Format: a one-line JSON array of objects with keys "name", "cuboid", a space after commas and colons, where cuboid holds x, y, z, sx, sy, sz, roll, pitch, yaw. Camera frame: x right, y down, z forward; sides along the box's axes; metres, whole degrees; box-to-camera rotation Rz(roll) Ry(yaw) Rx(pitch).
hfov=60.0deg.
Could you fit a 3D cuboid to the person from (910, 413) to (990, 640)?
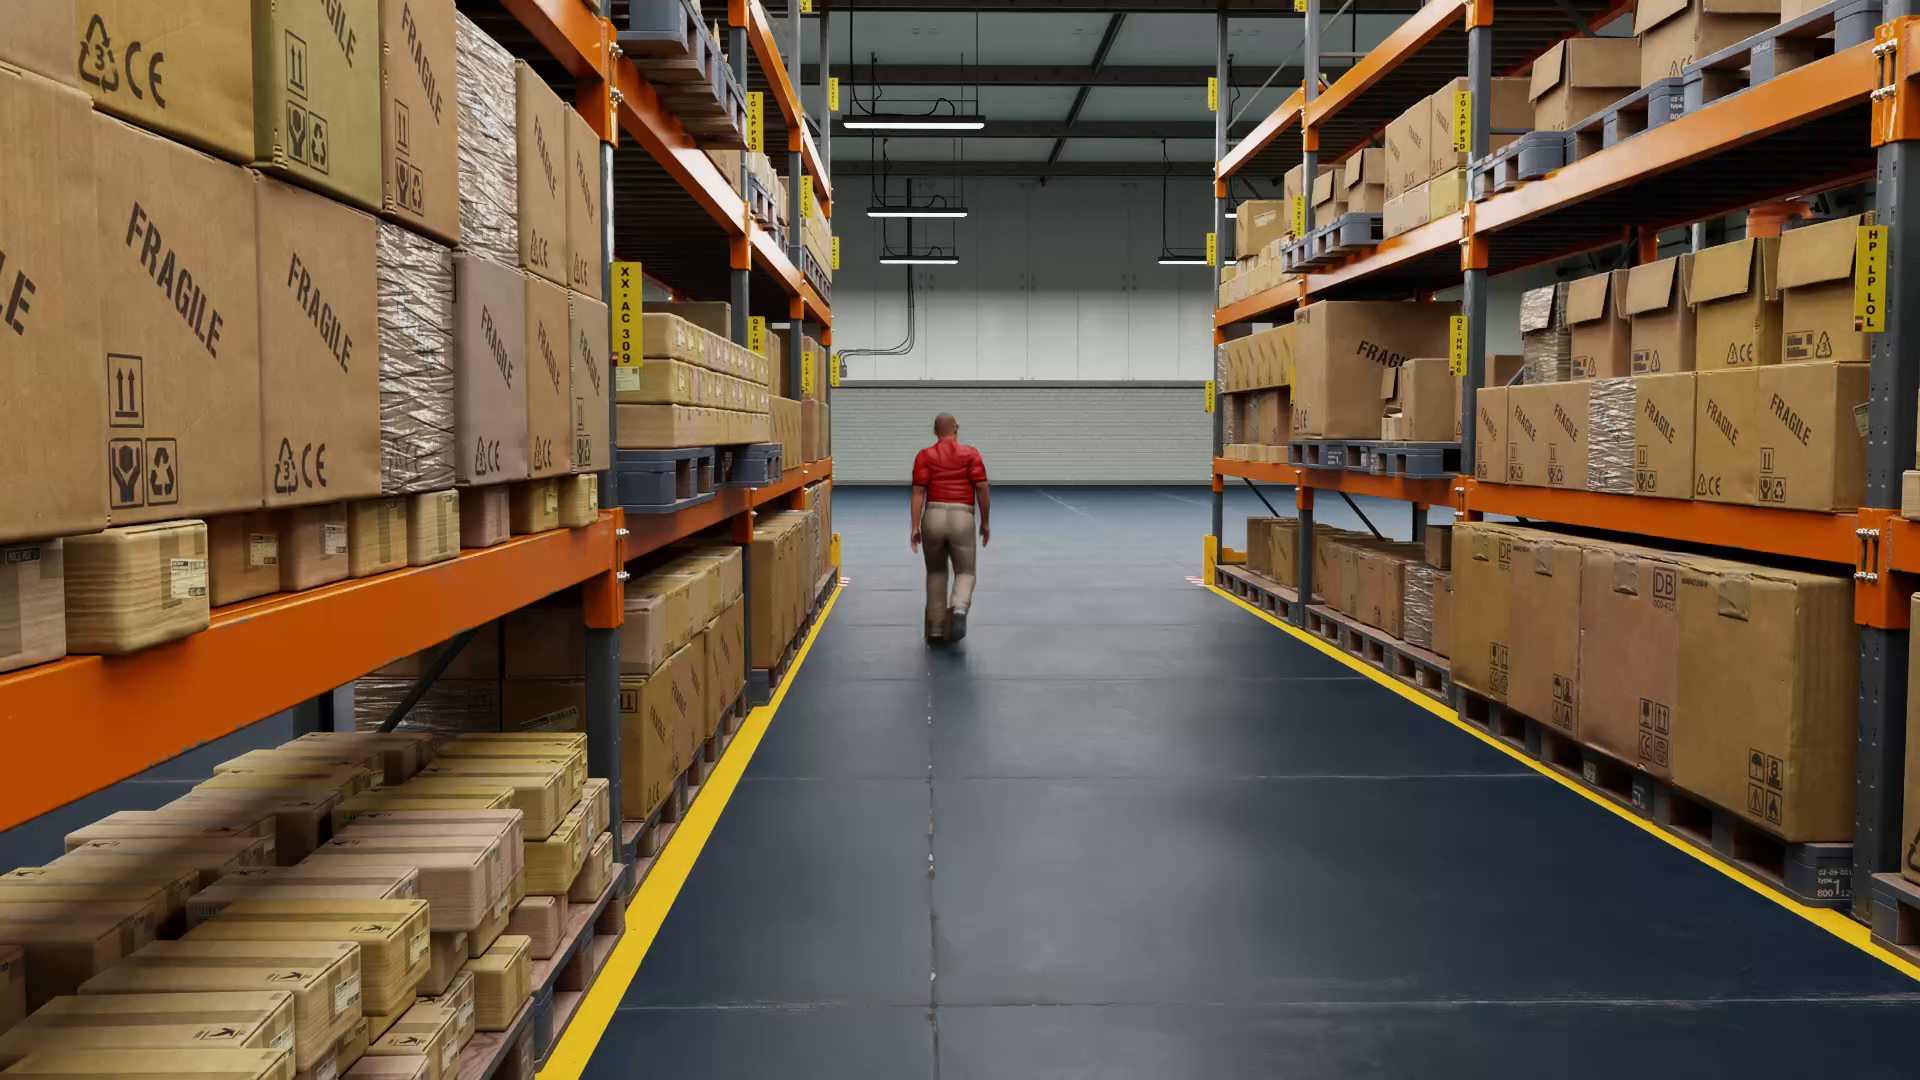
[{"name": "person", "cuboid": [-0.079, -0.085, 12.231, 0.584, 1.701, 0.788, 0, 4, 7]}]
